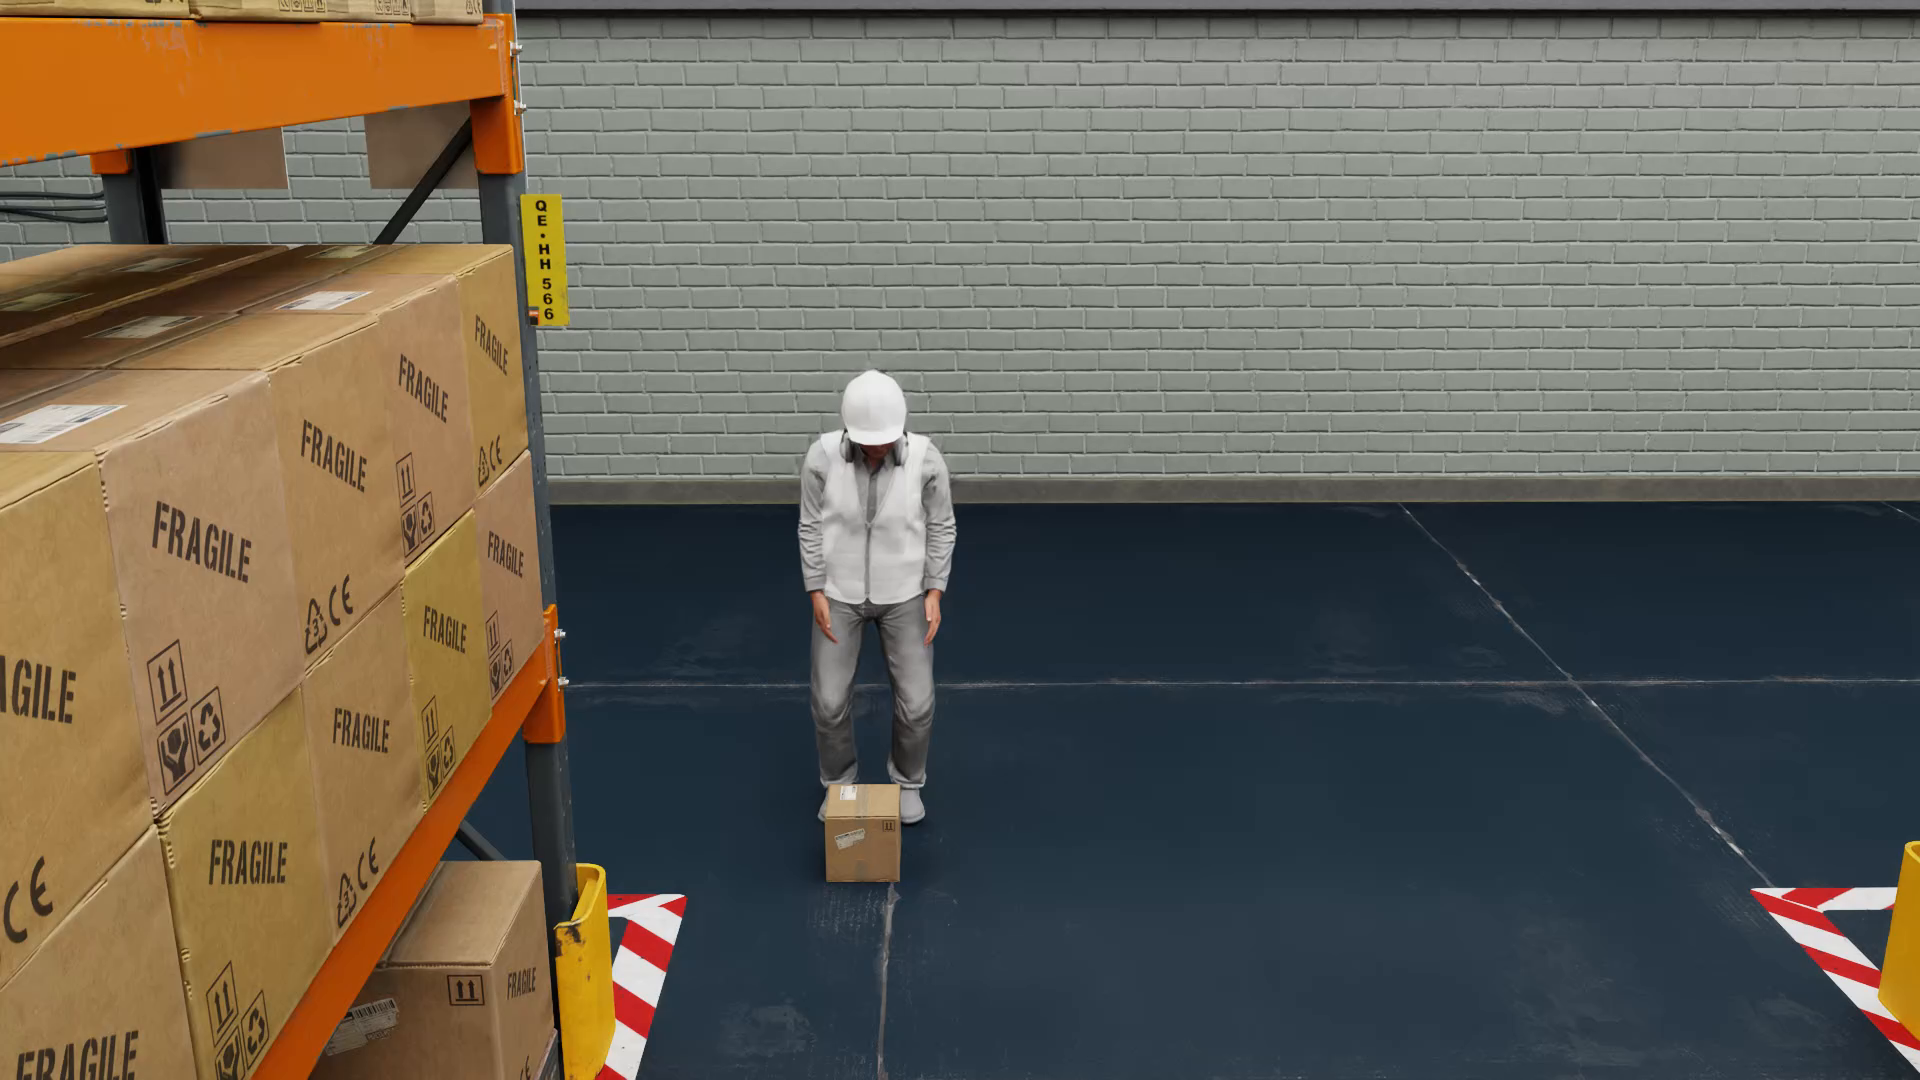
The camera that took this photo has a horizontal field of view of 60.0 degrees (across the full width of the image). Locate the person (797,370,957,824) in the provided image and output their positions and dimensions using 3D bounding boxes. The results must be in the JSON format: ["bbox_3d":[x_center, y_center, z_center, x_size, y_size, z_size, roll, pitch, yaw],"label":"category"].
[{"bbox_3d":[-0.295,0.204,5.985,0.567,1.695,0.516,0,17,1],"label":"person"}]
